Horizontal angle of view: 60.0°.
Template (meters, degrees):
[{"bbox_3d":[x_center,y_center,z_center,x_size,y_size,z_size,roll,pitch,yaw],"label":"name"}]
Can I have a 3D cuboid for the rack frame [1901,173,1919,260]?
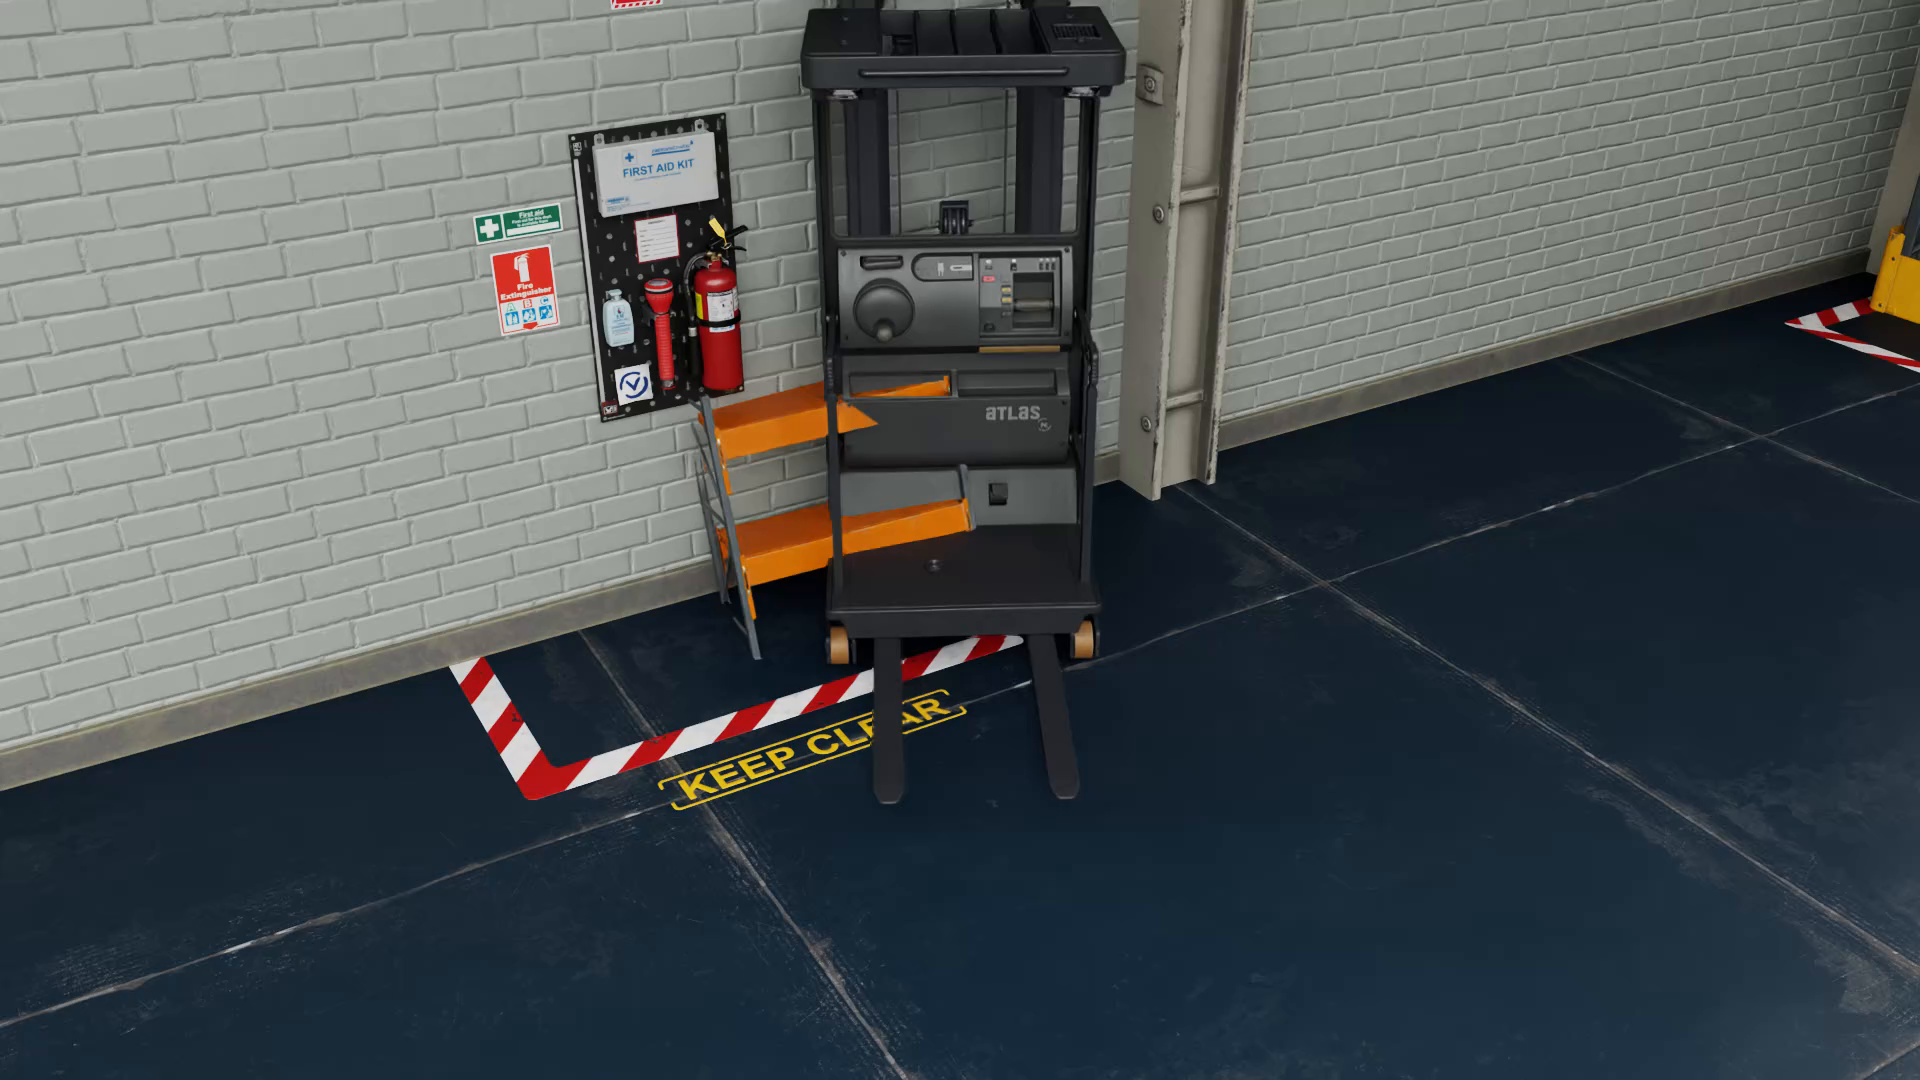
[{"bbox_3d":[6.033,-2.553,9.272,0.127,3.000,1.000,-16,33,-26],"label":"rack frame"}]

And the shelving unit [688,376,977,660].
[{"bbox_3d":[-0.538,-0.216,7.069,1.048,1.125,0.538,-15,19,-18],"label":"shelving unit"}]

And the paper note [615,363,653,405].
[{"bbox_3d":[-1.312,-0.627,6.693,0.142,0.148,0.016,-16,33,-26],"label":"paper note"}]

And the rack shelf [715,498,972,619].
[{"bbox_3d":[-0.502,0.014,7.144,1.000,0.278,0.538,-15,19,-18],"label":"rack shelf"}]

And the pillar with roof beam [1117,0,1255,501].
[{"bbox_3d":[3.207,-2.449,2.875,0.400,9.000,9.100,-16,33,-26],"label":"pillar with roof beam"}]

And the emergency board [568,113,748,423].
[{"bbox_3d":[-1.124,-1.027,6.507,0.643,1.169,0.194,-16,33,-26],"label":"emergency board"}]

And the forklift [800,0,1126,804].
[{"bbox_3d":[-0.004,-0.930,6.401,1.130,2.935,3.031,-1,29,-2],"label":"forklift"}]

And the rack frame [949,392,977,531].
[{"bbox_3d":[-0.069,-0.339,7.223,0.032,1.125,0.500,-15,19,-18],"label":"rack frame"}]

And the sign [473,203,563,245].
[{"bbox_3d":[-1.645,-1.180,6.198,0.331,0.109,0.001,-16,33,-26],"label":"sign"}]

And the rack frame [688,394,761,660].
[{"bbox_3d":[-1.006,-0.093,6.914,0.032,1.125,0.500,-15,19,-18],"label":"rack frame"}]

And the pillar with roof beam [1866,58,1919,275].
[{"bbox_3d":[8.380,-3.918,5.536,0.400,9.000,9.100,-16,33,-26],"label":"pillar with roof beam"}]

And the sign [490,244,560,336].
[{"bbox_3d":[-1.653,-0.950,6.331,0.234,0.329,0.001,-16,33,-26],"label":"sign"}]

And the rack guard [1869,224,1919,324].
[{"bbox_3d":[6.099,-1.477,9.910,0.348,0.500,1.175,-16,33,-26],"label":"rack guard"}]

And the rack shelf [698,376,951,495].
[{"bbox_3d":[-0.581,-0.491,6.979,1.000,0.278,0.538,-15,19,-18],"label":"rack shelf"}]

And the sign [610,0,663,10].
[{"bbox_3d":[-1.182,-2.082,6.018,0.199,0.298,0.001,-16,33,-26],"label":"sign"}]
